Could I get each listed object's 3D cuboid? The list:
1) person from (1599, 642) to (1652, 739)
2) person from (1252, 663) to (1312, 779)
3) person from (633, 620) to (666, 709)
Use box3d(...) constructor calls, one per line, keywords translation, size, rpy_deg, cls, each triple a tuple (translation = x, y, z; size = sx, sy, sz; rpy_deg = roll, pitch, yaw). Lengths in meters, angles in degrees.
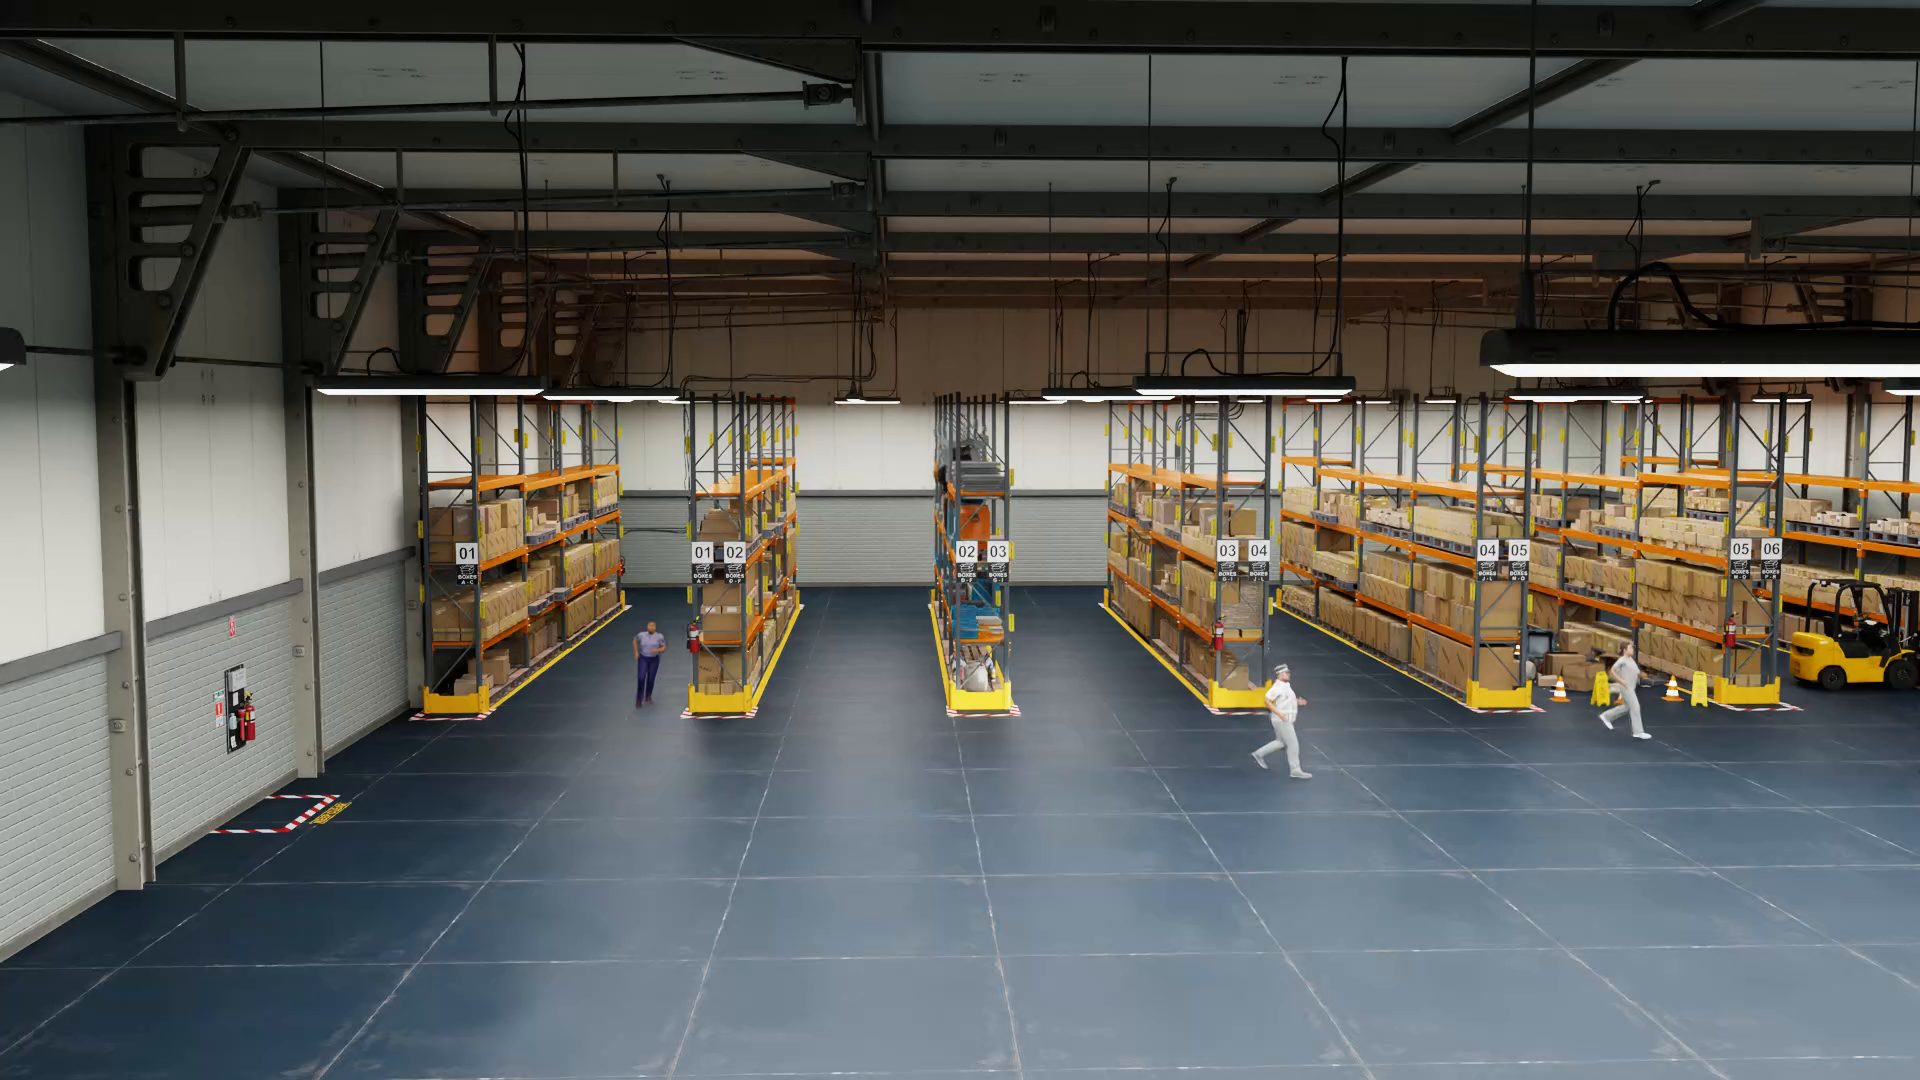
box3d(translation=(11.539, 2.576, 28.813), size=(0.929, 1.645, 0.574), rpy_deg=(4, 6, 41), cls="person")
box3d(translation=(4.977, 2.772, 25.690), size=(0.953, 1.755, 0.672), rpy_deg=(2, 5, 20), cls="person")
box3d(translation=(-5.947, 2.370, 31.912), size=(0.616, 1.691, 0.778), rpy_deg=(-1, 5, -13), cls="person")
